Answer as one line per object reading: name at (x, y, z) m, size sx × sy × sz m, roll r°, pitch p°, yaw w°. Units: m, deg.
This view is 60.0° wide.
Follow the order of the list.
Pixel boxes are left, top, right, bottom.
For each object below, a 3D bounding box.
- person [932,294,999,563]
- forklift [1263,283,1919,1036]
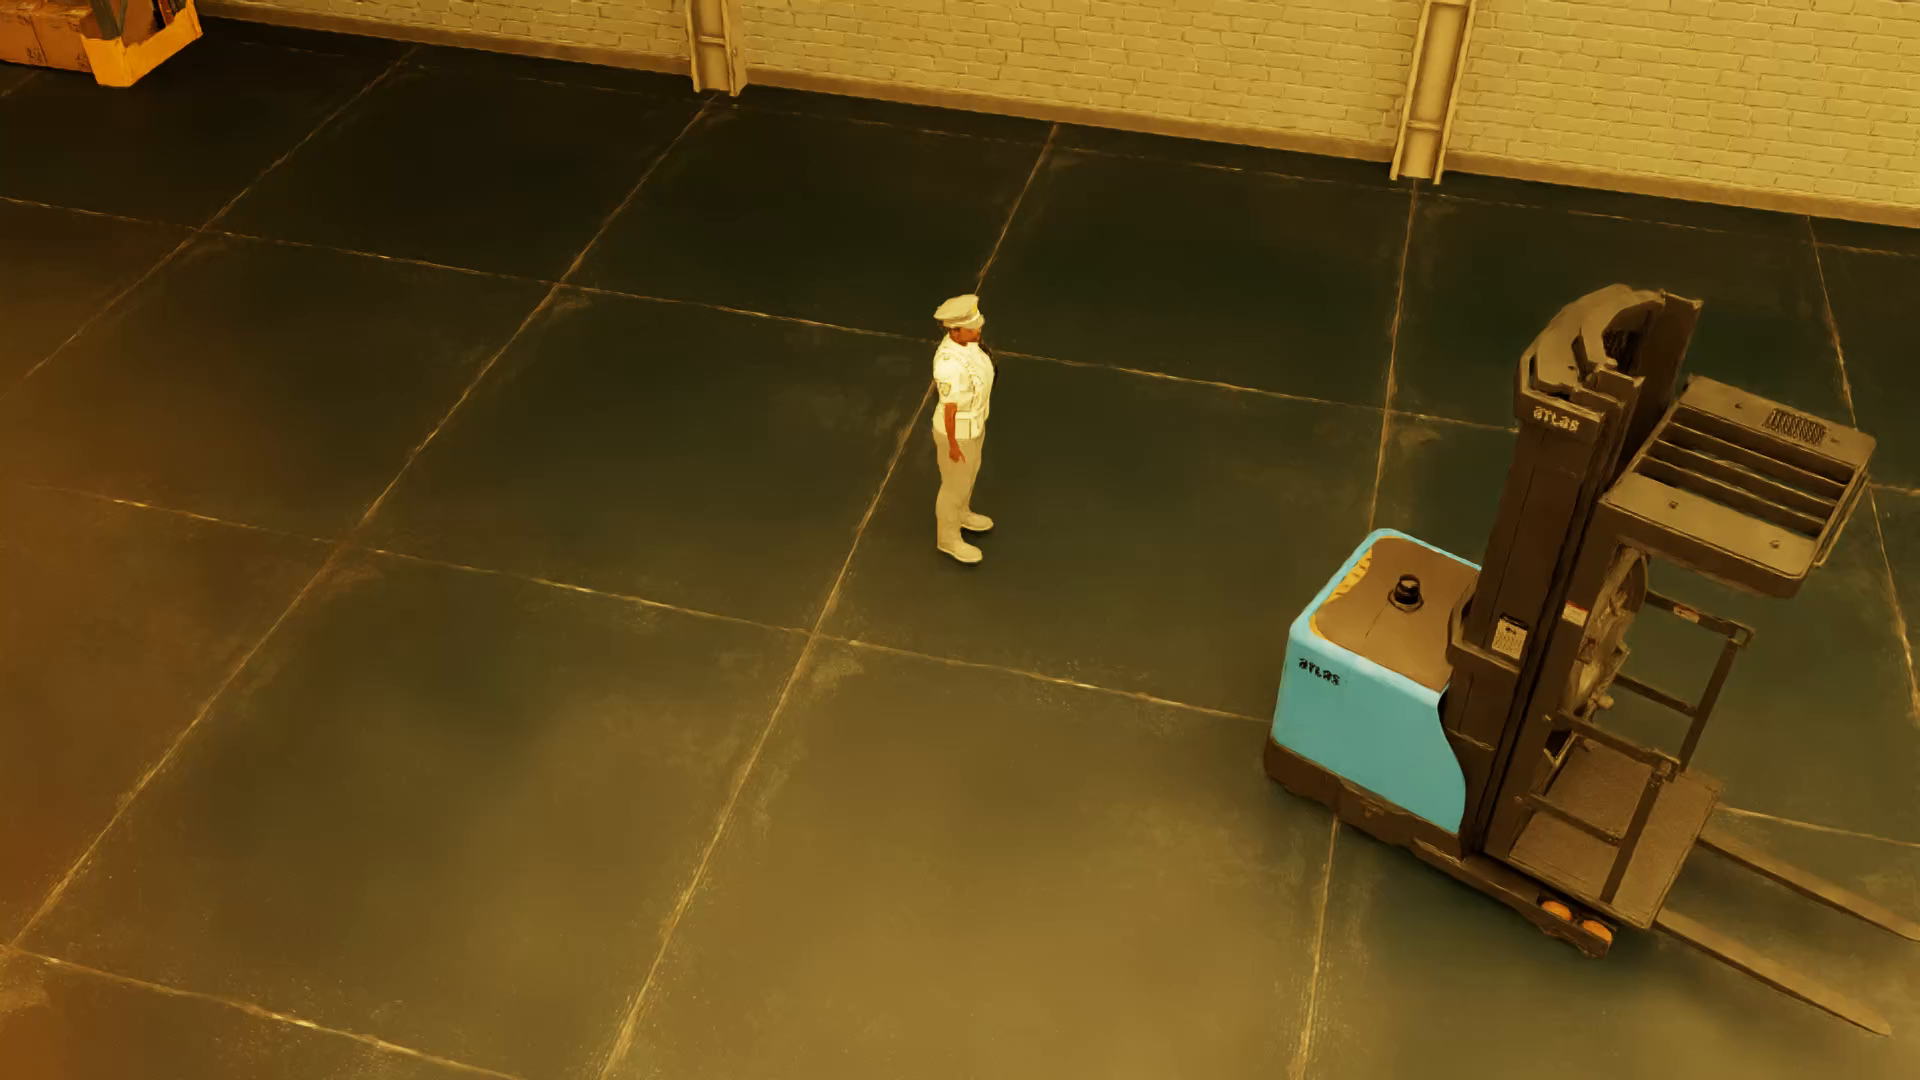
person at (0.018, -0.656, 9.494) m, size 0.338 × 1.692 × 0.446 m, roll 10°, pitch 42°, yaw 11°
forklift at (3.058, 0.458, 7.340) m, size 3.031 × 2.935 × 1.130 m, roll 26°, pitch 48°, yaw 27°
